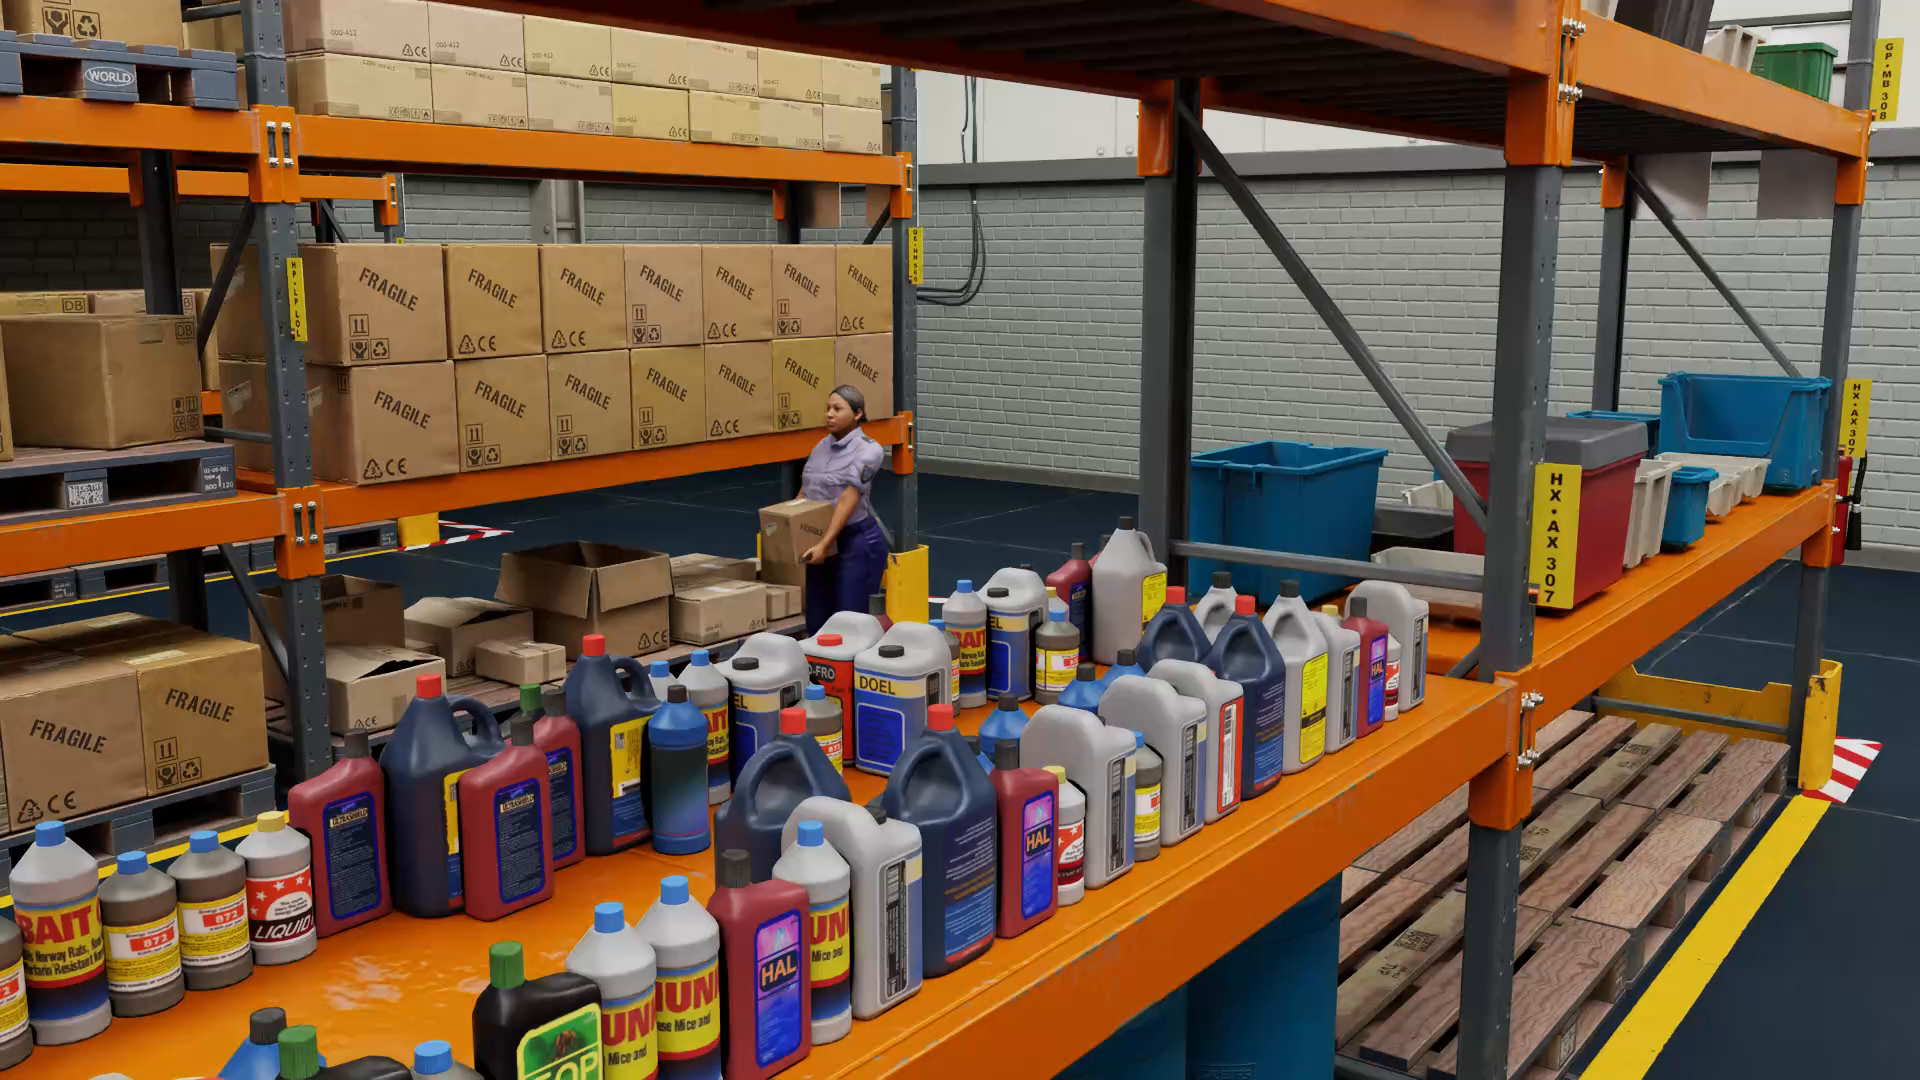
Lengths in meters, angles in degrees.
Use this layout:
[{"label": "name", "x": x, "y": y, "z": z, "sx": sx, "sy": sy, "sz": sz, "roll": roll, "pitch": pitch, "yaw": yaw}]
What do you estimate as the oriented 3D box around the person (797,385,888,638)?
[{"label": "person", "x": -0.620, "y": 0.090, "z": 7.996, "sx": 0.529, "sy": 1.634, "sz": 0.435, "roll": -9, "pitch": 13, "yaw": -41}]
